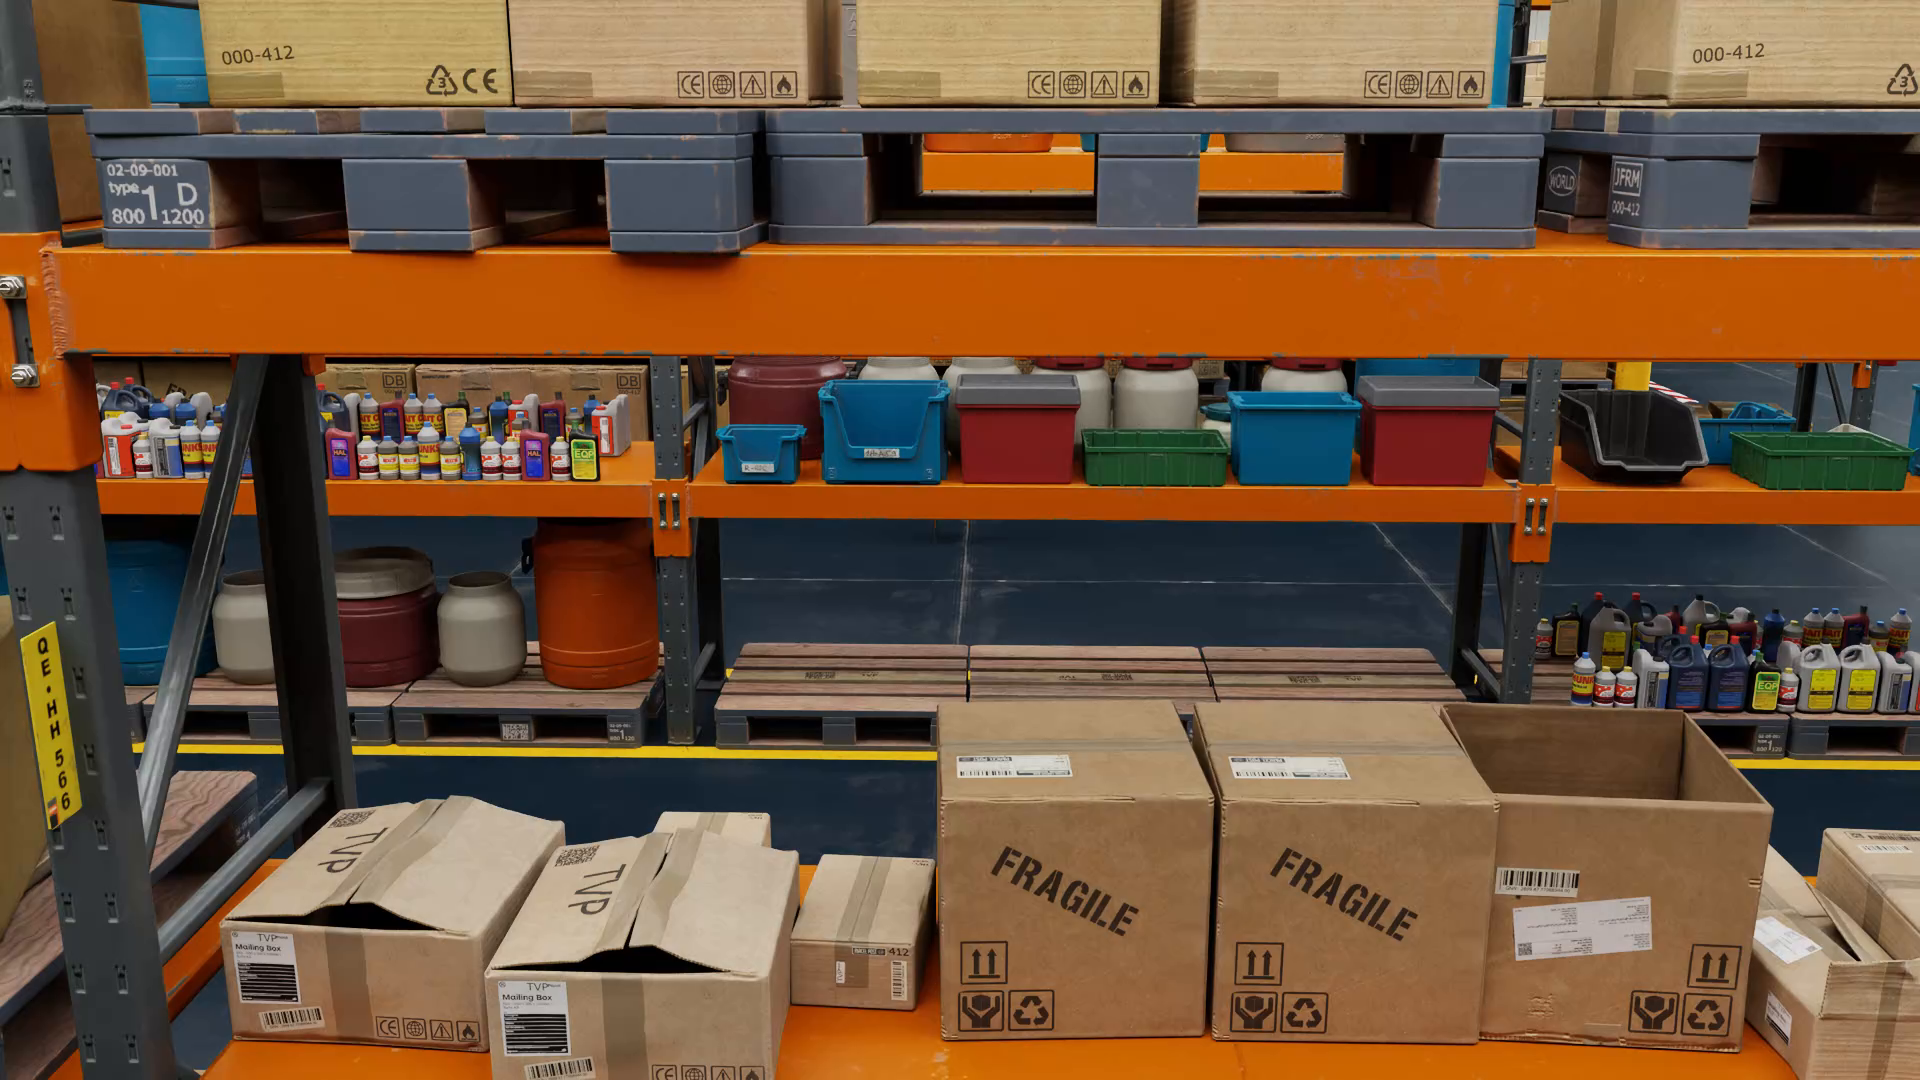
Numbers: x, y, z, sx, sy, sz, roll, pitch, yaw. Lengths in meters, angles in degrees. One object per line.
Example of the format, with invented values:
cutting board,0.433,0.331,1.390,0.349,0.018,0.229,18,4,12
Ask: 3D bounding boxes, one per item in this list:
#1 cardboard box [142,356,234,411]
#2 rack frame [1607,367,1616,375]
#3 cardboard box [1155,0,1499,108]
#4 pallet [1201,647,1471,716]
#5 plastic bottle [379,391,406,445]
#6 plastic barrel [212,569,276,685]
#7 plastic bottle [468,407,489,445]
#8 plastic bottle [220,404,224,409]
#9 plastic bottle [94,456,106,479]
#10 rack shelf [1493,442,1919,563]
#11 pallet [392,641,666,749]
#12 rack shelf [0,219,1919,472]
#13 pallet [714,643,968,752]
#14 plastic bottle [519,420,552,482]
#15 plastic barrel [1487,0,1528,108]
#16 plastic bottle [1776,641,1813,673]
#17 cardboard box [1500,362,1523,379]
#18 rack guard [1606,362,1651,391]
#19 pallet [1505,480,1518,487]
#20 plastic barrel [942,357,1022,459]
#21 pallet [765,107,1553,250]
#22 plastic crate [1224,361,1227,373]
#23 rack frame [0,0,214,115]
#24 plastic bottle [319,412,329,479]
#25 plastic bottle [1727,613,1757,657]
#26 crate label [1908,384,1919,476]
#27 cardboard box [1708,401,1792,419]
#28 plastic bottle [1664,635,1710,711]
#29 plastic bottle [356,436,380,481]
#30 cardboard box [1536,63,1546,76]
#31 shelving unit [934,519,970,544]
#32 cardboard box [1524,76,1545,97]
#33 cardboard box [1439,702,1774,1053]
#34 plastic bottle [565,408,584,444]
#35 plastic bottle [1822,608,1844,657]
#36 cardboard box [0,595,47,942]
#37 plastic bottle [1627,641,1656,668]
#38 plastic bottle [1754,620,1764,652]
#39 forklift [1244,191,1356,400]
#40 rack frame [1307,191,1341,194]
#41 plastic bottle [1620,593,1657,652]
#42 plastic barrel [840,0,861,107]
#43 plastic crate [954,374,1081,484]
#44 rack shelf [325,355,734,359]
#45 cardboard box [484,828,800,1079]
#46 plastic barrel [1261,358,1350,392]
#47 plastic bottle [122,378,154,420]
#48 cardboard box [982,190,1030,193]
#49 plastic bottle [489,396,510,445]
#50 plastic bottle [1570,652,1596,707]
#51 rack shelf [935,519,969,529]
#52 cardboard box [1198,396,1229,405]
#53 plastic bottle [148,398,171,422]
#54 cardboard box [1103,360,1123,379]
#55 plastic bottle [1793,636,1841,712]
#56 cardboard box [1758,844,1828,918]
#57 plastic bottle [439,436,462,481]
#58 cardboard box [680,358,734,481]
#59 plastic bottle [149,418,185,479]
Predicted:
cardboard box,-5.869,-1.068,13.351,0.875,0.875,0.875,0,15,1
rack frame,7.012,-3.054,17.535,0.127,3.000,1.000,0,15,1
cardboard box,0.619,-0.898,2.956,0.500,0.250,0.500,-1,15,-3
pallet,1.873,0.800,8.392,1.213,0.211,1.003,0,15,1
plastic bottle,-2.918,-0.627,8.564,0.133,0.283,0.061,0,15,1
plastic barrel,-3.525,0.434,8.368,0.421,0.512,0.421,0,15,0
plastic bottle,-2.475,-0.580,8.546,0.097,0.201,0.097,0,15,0
plastic bottle,-3.700,-0.617,8.540,0.135,0.276,0.152,0,15,1
plastic bottle,-4.095,-0.431,7.824,0.133,0.283,0.061,0,15,1
rack shelf,4.659,-0.192,8.097,4.000,0.370,1.077,0,15,1
pallet,-2.129,0.775,8.488,1.213,0.211,1.003,0,15,1
rack shelf,0.530,-0.405,3.025,4.000,0.370,1.077,0,15,1
pallet,-0.566,0.785,8.453,1.213,0.211,1.003,0,15,1
plastic bottle,-1.986,-0.418,7.772,0.133,0.283,0.061,0,15,1
plastic barrel,2.145,-2.193,7.411,0.708,0.901,0.600,0,15,1
plastic bottle,4.048,0.629,8.054,0.135,0.276,0.152,0,15,1
cardboard box,5.453,-2.222,17.725,0.875,0.875,0.875,0,15,1
rack guard,7.036,-1.845,17.854,0.348,0.500,1.175,0,15,1
pallet,4.681,-0.465,13.188,1.213,0.211,1.003,0,15,1
plastic barrel,0.115,-0.678,8.310,0.421,0.512,0.421,0,15,0
pallet,0.329,-0.686,3.052,1.213,0.211,1.003,1,15,4
plastic crate,3.221,-2.081,19.247,0.662,0.188,0.450,9,27,30
rack frame,-1.470,-2.216,2.600,0.127,3.000,1.000,0,15,1
plastic bottle,-3.055,-0.468,7.830,0.185,0.351,0.144,0,15,1
plastic bottle,3.985,0.511,8.484,0.133,0.283,0.061,0,15,1
crate label,4.811,-0.487,7.735,0.616,0.435,0.502,0,15,1
cardboard box,6.161,-0.792,13.040,0.500,0.500,0.500,3,15,12
plastic bottle,3.455,0.627,7.915,0.185,0.351,0.144,1,15,3
plastic bottle,-2.782,-0.388,7.819,0.097,0.201,0.097,0,15,0
cardboard box,6.016,-4.762,16.823,0.500,0.250,0.500,0,15,2
shelving unit,-0.053,-0.508,11.707,0.252,1.050,0.215,0,15,1
cardboard box,4.152,-3.300,12.099,0.250,0.149,0.380,0,15,0
cardboard box,1.235,0.650,3.302,0.500,0.500,0.500,1,15,5
plastic bottle,-1.976,-0.576,8.534,0.097,0.201,0.097,0,15,0
plastic bottle,4.511,0.486,8.602,0.097,0.271,0.097,0,15,0
cardboard box,-2.102,0.458,3.206,0.500,0.500,0.700,-5,16,-17
plastic bottle,3.293,0.630,8.035,0.133,0.283,0.061,0,15,1
plastic bottle,4.106,0.518,8.621,0.097,0.201,0.097,0,15,0
forklift,2.904,-2.179,14.354,3.031,2.935,1.130,-1,15,-3
rack frame,2.786,-1.816,12.842,0.127,3.000,1.000,0,15,1
plastic bottle,3.502,0.447,8.594,0.185,0.351,0.144,0,15,-1
plastic barrel,-0.524,-2.211,7.477,0.600,0.901,0.600,0,15,0
plastic crate,0.268,-0.521,7.810,0.583,0.464,0.402,0,15,1
rack shelf,-3.212,-1.507,13.082,4.000,0.370,1.077,0,15,1
cardboard box,-0.581,0.783,3.168,0.500,0.311,0.500,0,15,1
plastic barrel,1.708,-0.681,8.273,0.433,0.535,0.433,0,15,0
plastic bottle,-4.226,-0.657,8.548,0.185,0.351,0.144,0,15,1
cardboard box,0.482,-3.627,17.550,0.500,0.500,0.700,0,15,1
plastic bottle,-2.343,-0.597,8.475,0.097,0.271,0.097,0,15,0
plastic bottle,2.967,0.668,7.915,0.097,0.271,0.097,0,15,0
rack shelf,-0.053,-0.229,11.781,0.240,0.259,0.215,0,15,1
cardboard box,2.172,-0.829,13.141,0.500,0.500,0.700,-1,15,-3
plastic bottle,-4.051,-0.585,8.429,0.097,0.271,0.097,0,15,0
cardboard box,1.426,-2.184,17.823,0.750,0.750,1.050,0,15,1
plastic bottle,4.069,0.631,7.900,0.185,0.351,0.144,0,15,1
cardboard box,1.648,0.774,3.518,0.250,0.149,0.380,0,15,1
plastic bottle,-2.392,-0.385,7.810,0.097,0.201,0.097,0,15,0
cardboard box,-1.902,-1.027,13.196,0.875,0.875,1.225,0,15,-1
plastic bottle,-3.728,-0.437,7.860,0.135,0.276,0.152,0,15,1
